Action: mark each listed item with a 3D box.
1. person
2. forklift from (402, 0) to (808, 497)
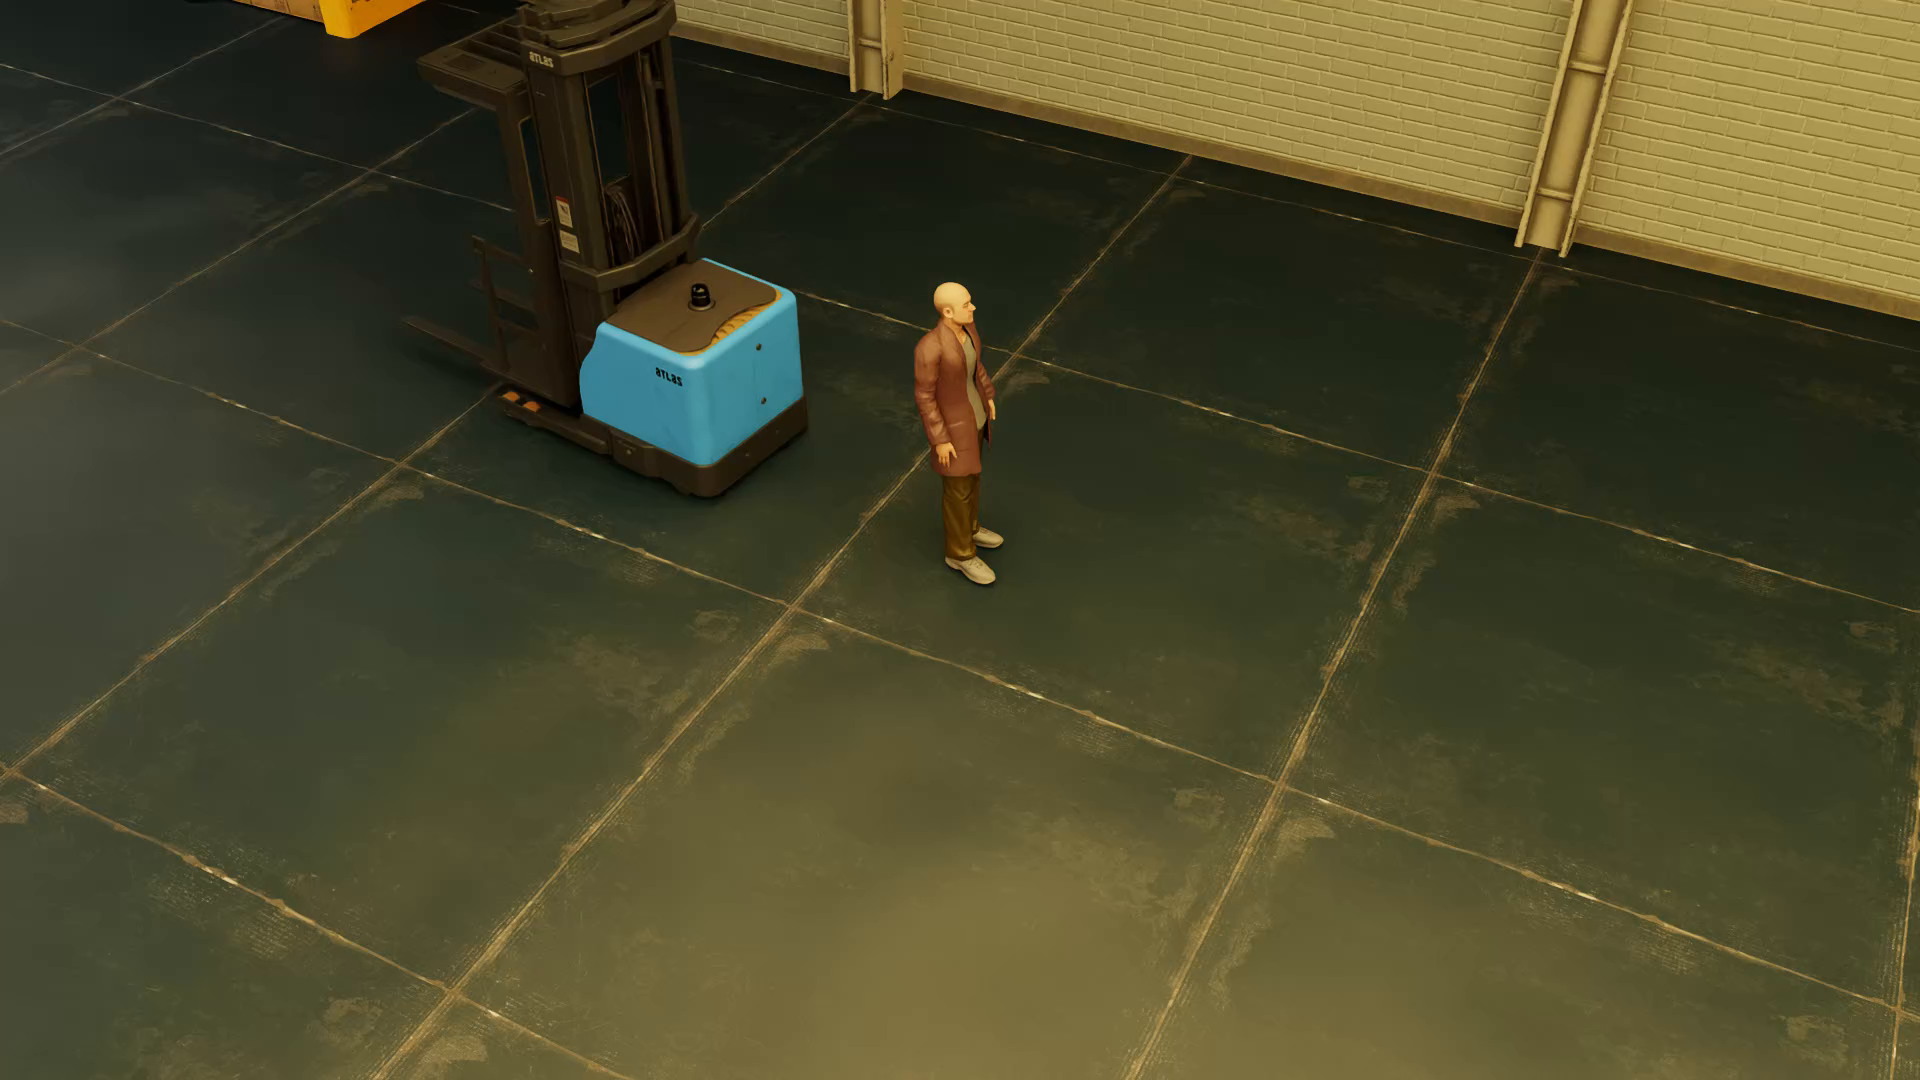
[{"bbox_3d":[0.080,-0.656,9.650,0.579,1.778,0.696,18,43,21],"label":"person"},{"bbox_3d":[-2.517,-2.140,10.527,3.031,2.935,1.130,24,46,26],"label":"forklift"}]
